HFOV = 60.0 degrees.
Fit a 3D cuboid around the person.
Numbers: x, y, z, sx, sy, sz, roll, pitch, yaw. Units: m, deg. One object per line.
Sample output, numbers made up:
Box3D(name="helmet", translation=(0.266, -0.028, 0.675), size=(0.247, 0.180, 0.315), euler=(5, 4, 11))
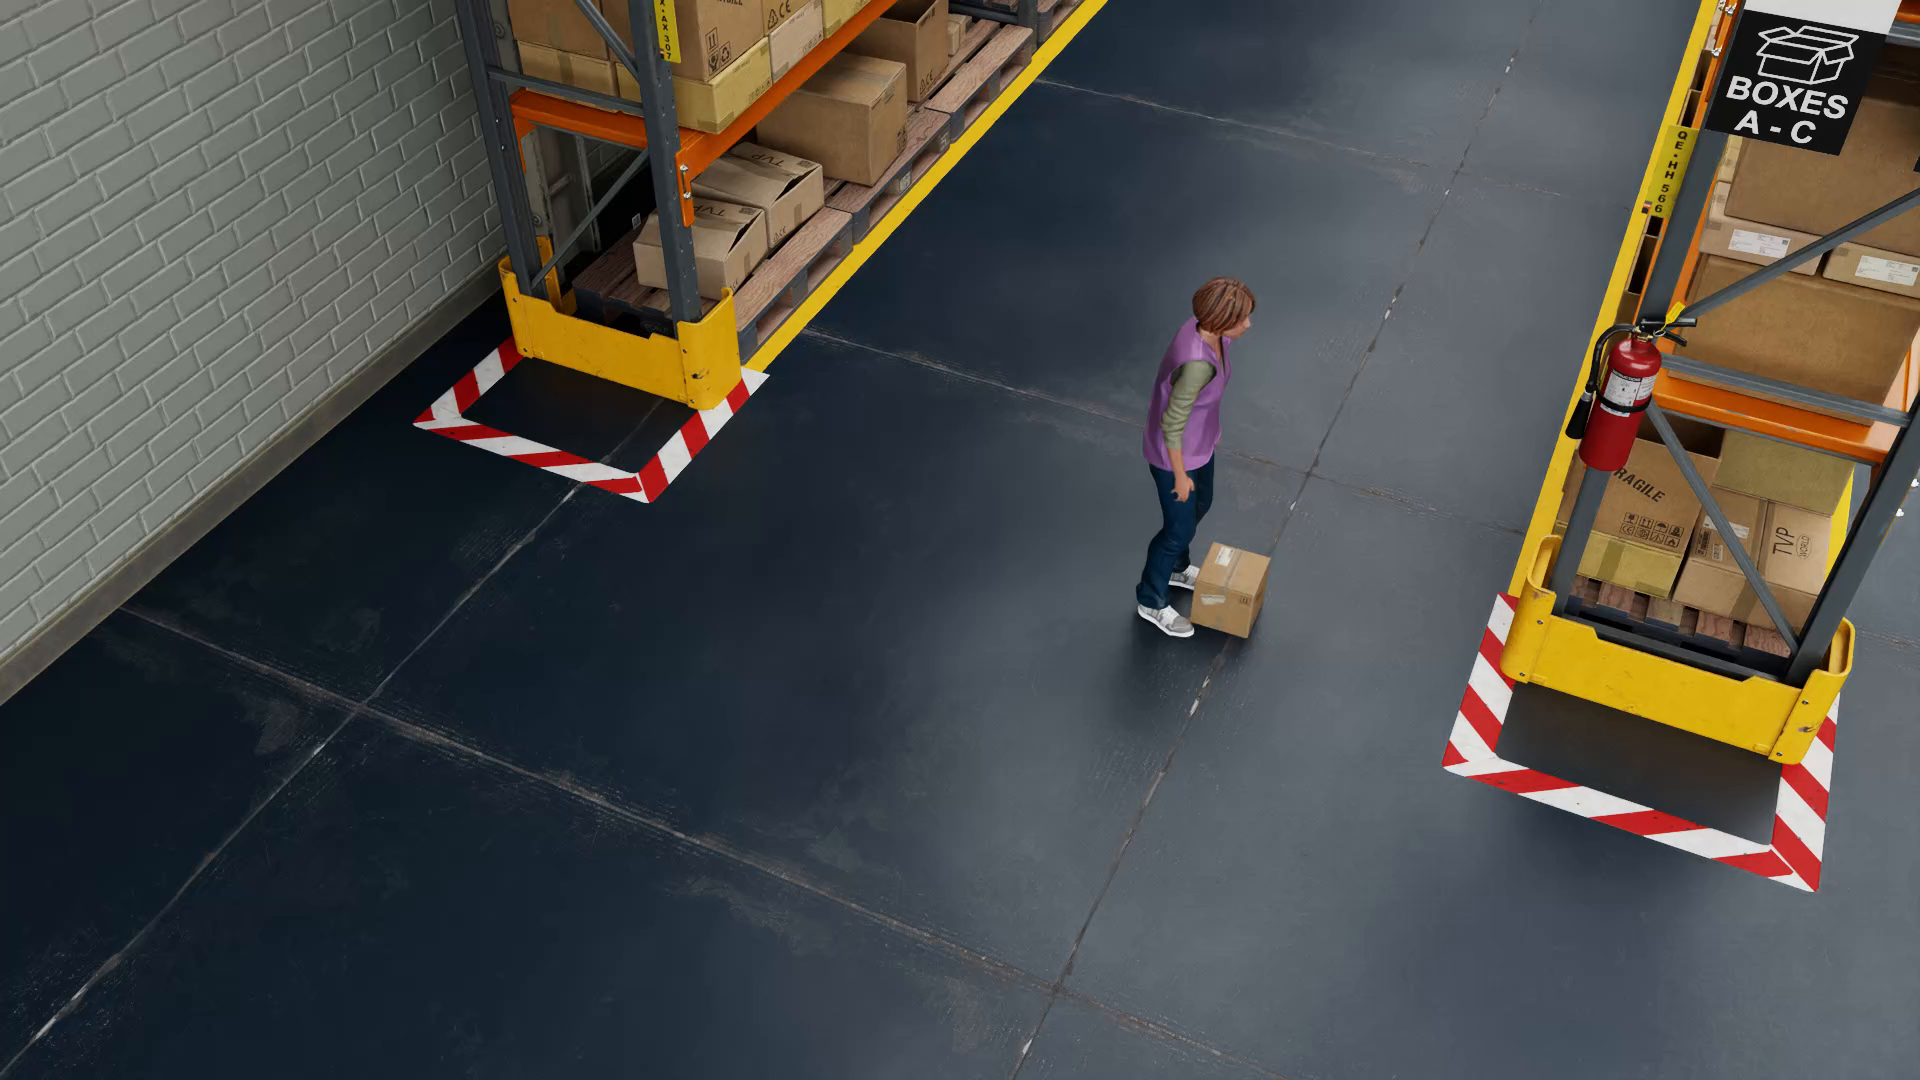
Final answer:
Box3D(name="person", translation=(0.899, -0.351, 6.551), size=(0.348, 1.591, 0.479), euler=(15, 45, 16))
